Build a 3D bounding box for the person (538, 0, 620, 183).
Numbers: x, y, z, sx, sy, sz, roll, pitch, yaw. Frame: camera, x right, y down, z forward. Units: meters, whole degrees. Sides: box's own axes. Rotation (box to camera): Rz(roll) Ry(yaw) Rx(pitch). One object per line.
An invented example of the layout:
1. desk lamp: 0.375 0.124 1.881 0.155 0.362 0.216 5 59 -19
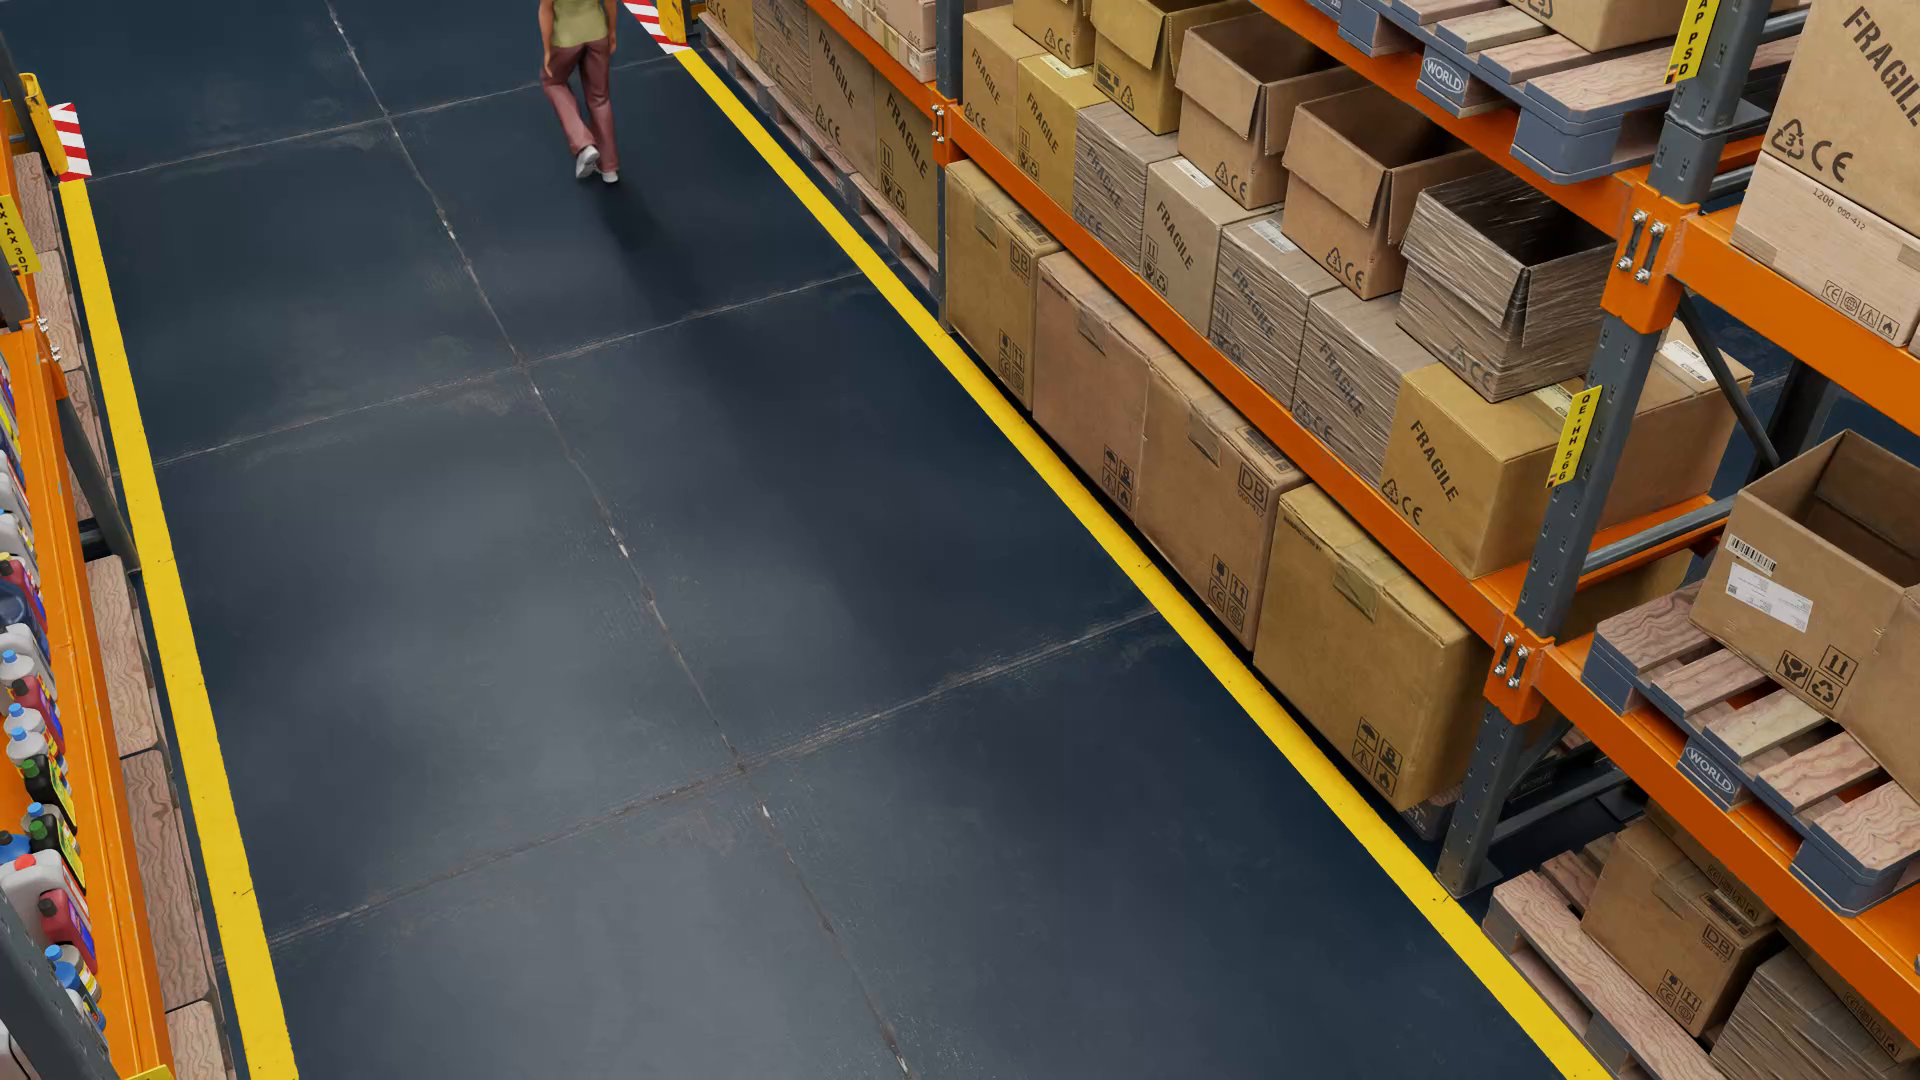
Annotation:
1. person: -2.140 -2.802 9.305 0.466 1.666 0.486 -19 45 -20
